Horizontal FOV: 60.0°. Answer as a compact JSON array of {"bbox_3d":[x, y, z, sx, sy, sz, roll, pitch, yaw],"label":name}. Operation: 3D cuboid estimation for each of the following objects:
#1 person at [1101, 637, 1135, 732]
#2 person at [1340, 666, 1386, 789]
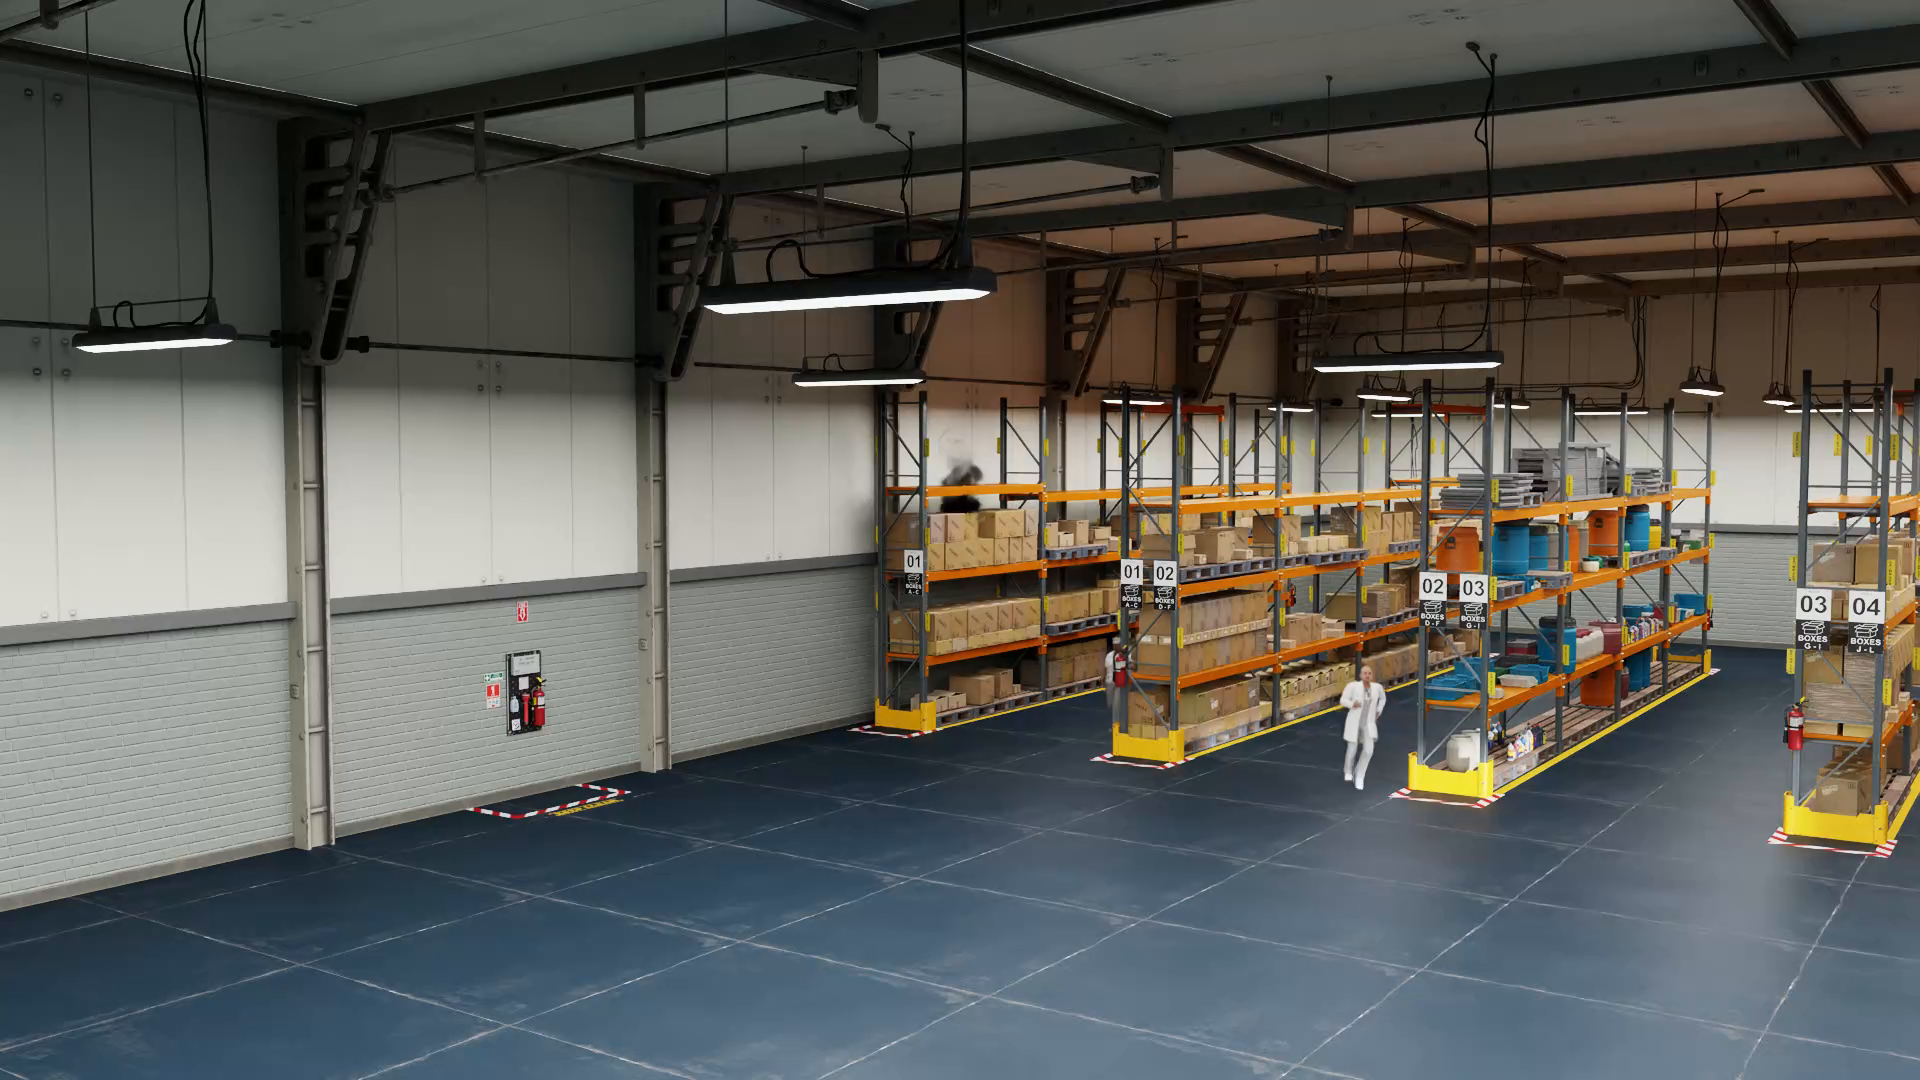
[{"bbox_3d":[2.811,2.543,29.518,0.578,1.670,0.669,2,4,29],"label":"person"},{"bbox_3d":[5.959,2.773,24.567,0.705,1.834,0.803,0,3,6],"label":"person"}]
